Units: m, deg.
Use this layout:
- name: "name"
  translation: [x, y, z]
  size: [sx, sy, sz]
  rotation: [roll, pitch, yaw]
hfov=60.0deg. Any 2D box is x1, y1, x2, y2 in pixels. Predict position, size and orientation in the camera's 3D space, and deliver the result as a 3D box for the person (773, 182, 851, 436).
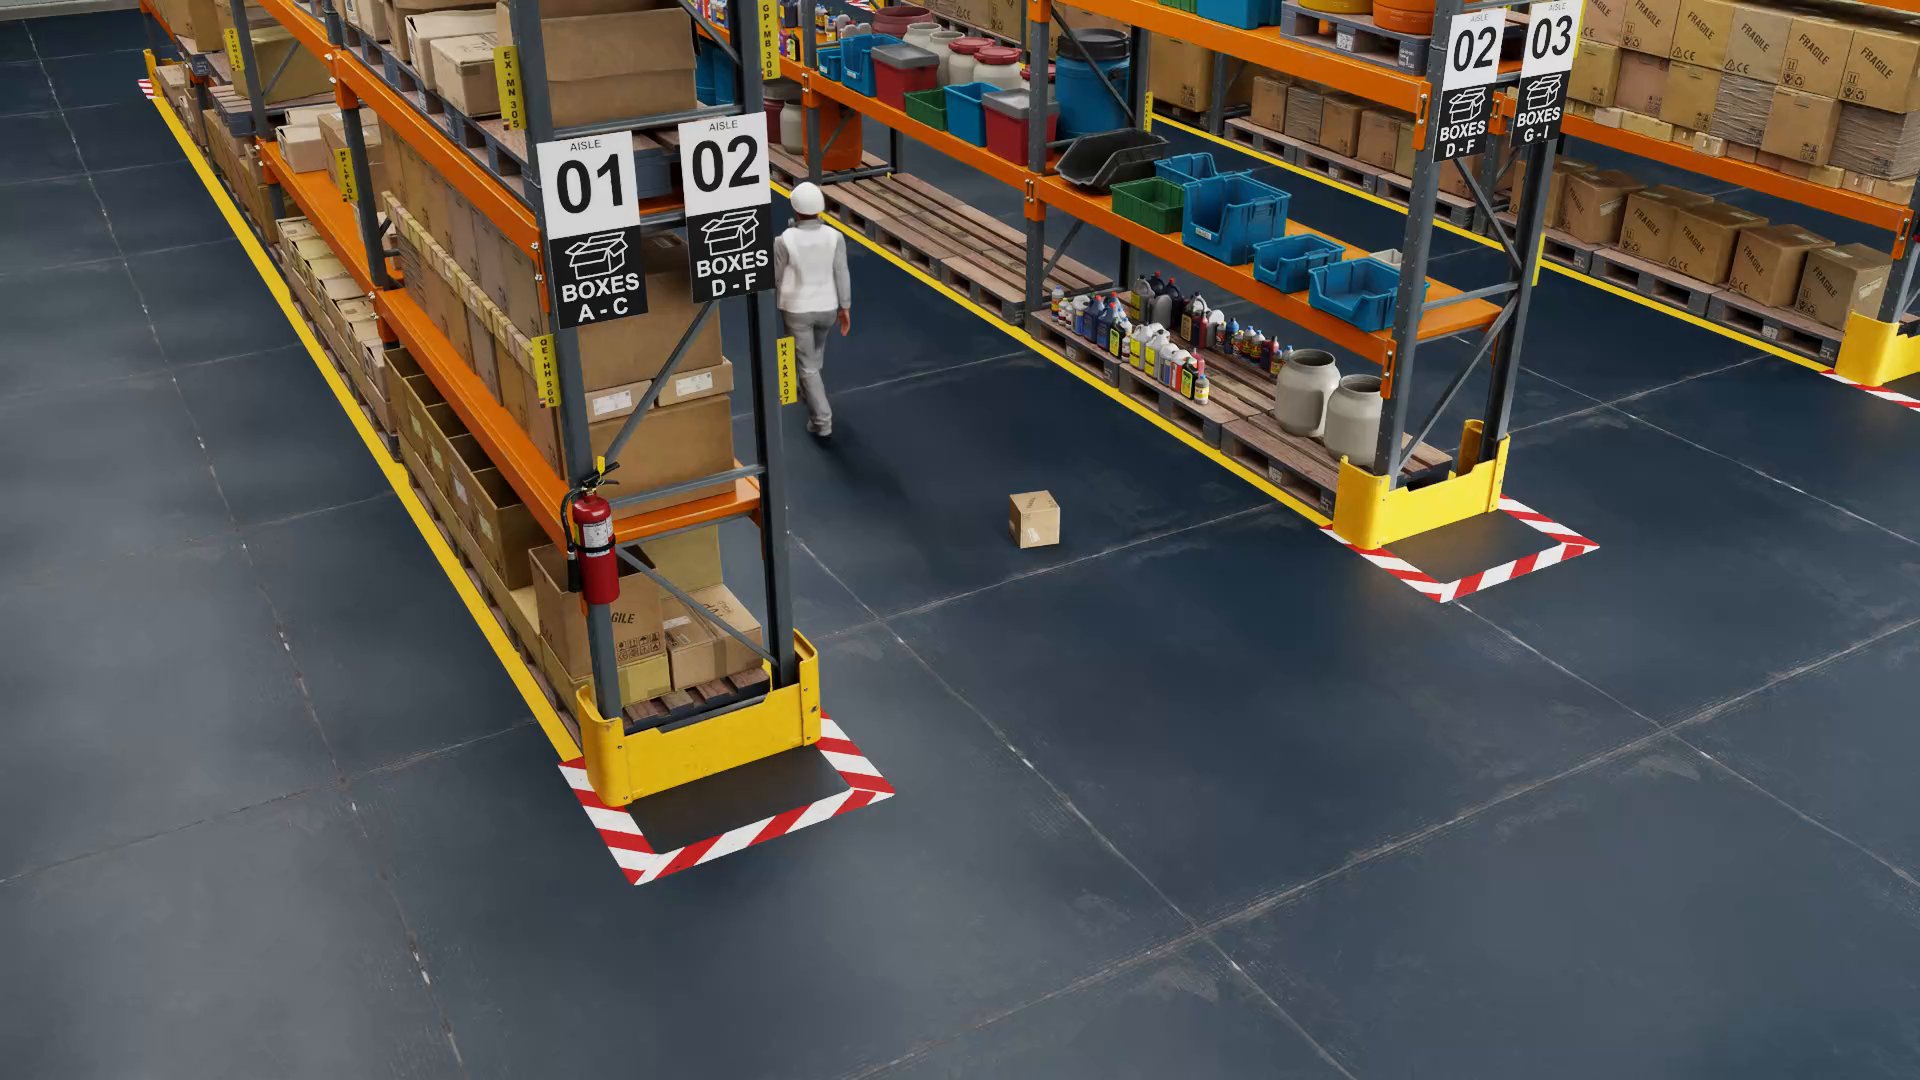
- name: "person"
  translation: [-1.074, -1.644, 11.528]
  size: [0.549, 1.726, 1.048]
  rotation: [-14, 32, -23]
